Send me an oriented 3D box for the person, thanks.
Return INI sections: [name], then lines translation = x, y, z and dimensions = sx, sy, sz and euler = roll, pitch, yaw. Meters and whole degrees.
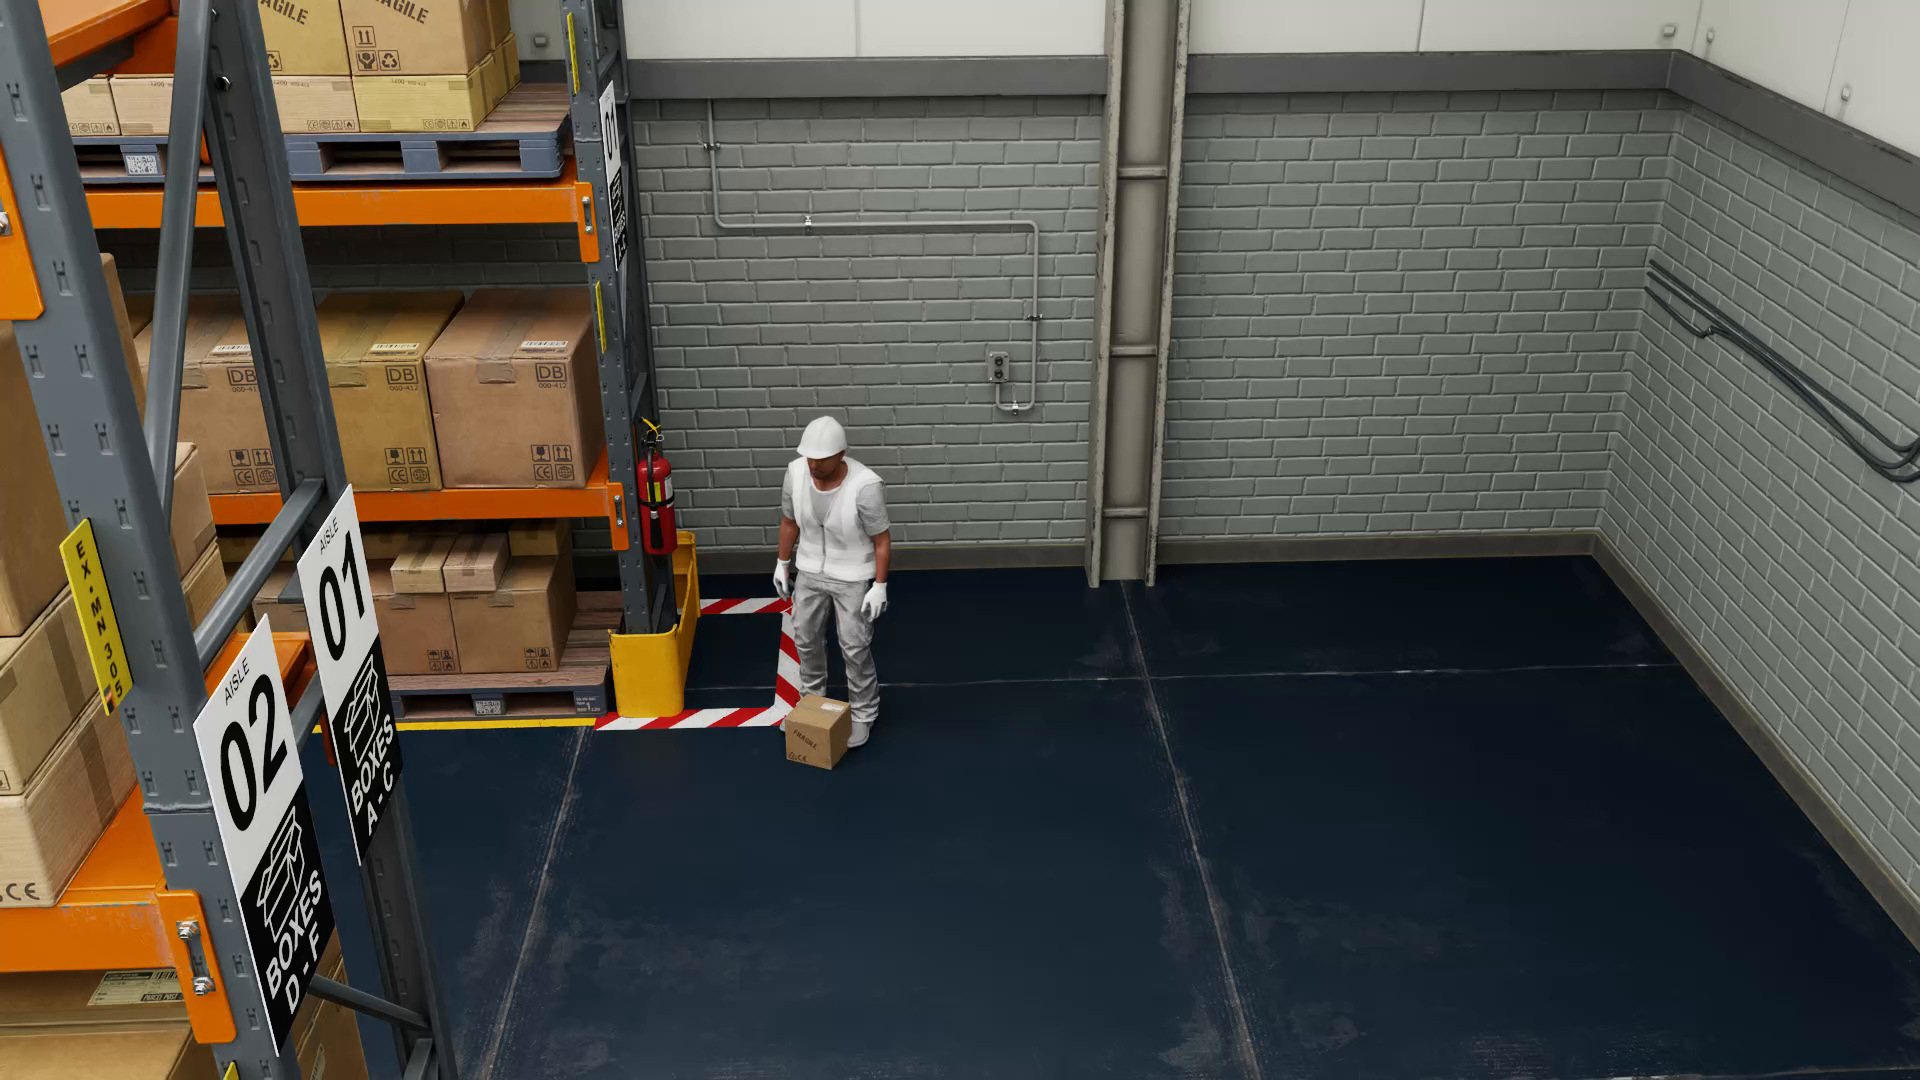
[person]
translation = -0.633, 0.190, 8.239
dimensions = 0.619, 1.775, 0.446
euler = 12, 30, 22
